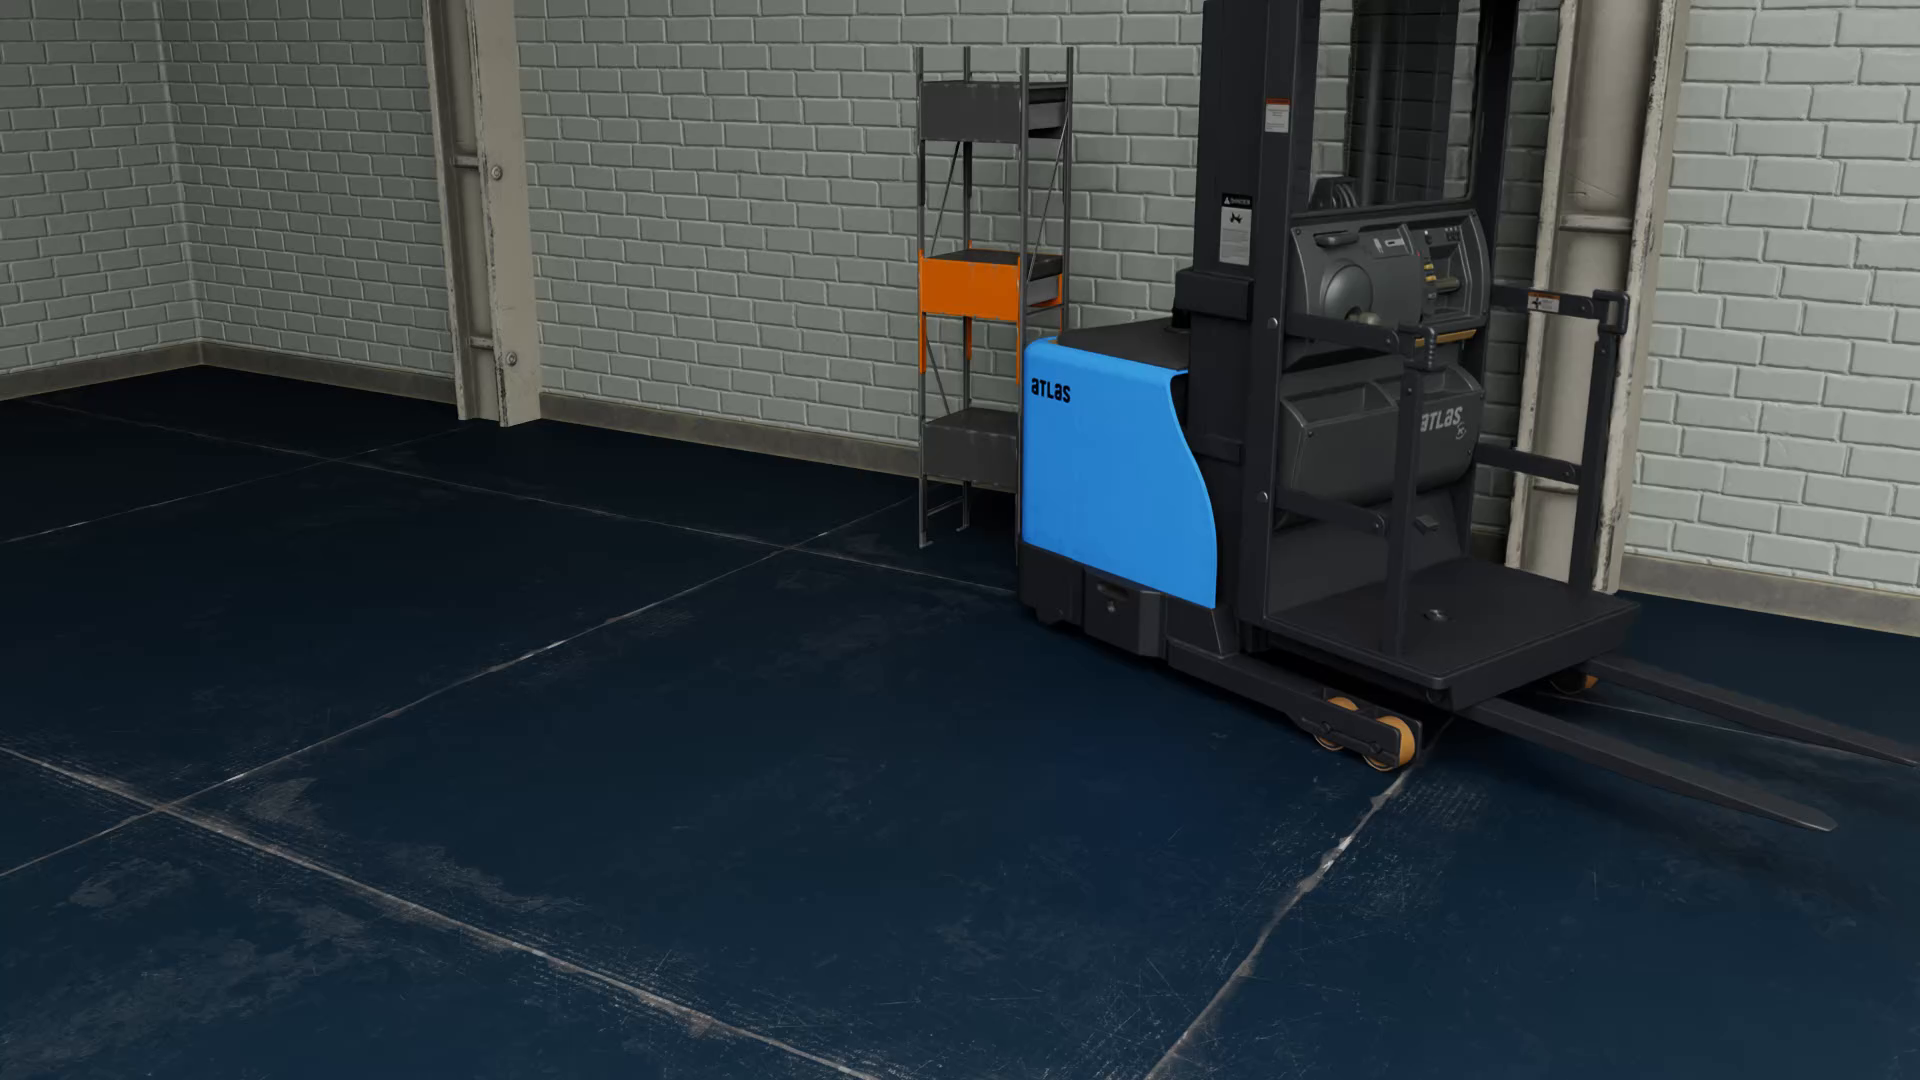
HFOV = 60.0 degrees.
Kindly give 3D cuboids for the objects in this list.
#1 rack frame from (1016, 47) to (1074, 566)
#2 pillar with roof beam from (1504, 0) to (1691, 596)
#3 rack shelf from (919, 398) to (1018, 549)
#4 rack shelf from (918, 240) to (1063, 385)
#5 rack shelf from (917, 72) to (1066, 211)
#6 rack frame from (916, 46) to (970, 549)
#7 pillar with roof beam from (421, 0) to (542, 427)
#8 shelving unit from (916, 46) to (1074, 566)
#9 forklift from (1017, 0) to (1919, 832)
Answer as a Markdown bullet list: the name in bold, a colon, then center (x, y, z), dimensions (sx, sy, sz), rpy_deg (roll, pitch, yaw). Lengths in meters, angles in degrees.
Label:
- **rack frame**: center (0.349, -0.942, 6.871), dimensions (0.015, 2.100, 0.400), rpy_deg (10, 20, 30)
- **pillar with roof beam**: center (0.176, -3.041, 1.909), dimensions (0.400, 9.000, 9.100), rpy_deg (10, 20, 30)
- **rack shelf**: center (0.141, -0.297, 7.201), dimensions (0.480, 0.518, 0.431), rpy_deg (10, 20, 30)
- **rack shelf**: center (0.141, -0.966, 6.997), dimensions (0.480, 0.518, 0.431), rpy_deg (10, 20, 30)
- **rack shelf**: center (0.141, -1.636, 6.794), dimensions (0.480, 0.518, 0.431), rpy_deg (10, 20, 30)
- **rack frame**: center (-0.067, -1.017, 7.115), dimensions (0.015, 2.100, 0.400), rpy_deg (10, 20, 30)
- **pillar with roof beam**: center (-4.936, -3.953, 4.913), dimensions (0.400, 9.000, 9.100), rpy_deg (10, 20, 30)
- **shelving unit**: center (0.141, -0.979, 6.993), dimensions (0.503, 2.100, 0.431), rpy_deg (10, 20, 30)
- **forklift**: center (1.522, -0.861, 5.173), dimensions (1.130, 2.935, 3.031), rpy_deg (-13, 21, -36)
